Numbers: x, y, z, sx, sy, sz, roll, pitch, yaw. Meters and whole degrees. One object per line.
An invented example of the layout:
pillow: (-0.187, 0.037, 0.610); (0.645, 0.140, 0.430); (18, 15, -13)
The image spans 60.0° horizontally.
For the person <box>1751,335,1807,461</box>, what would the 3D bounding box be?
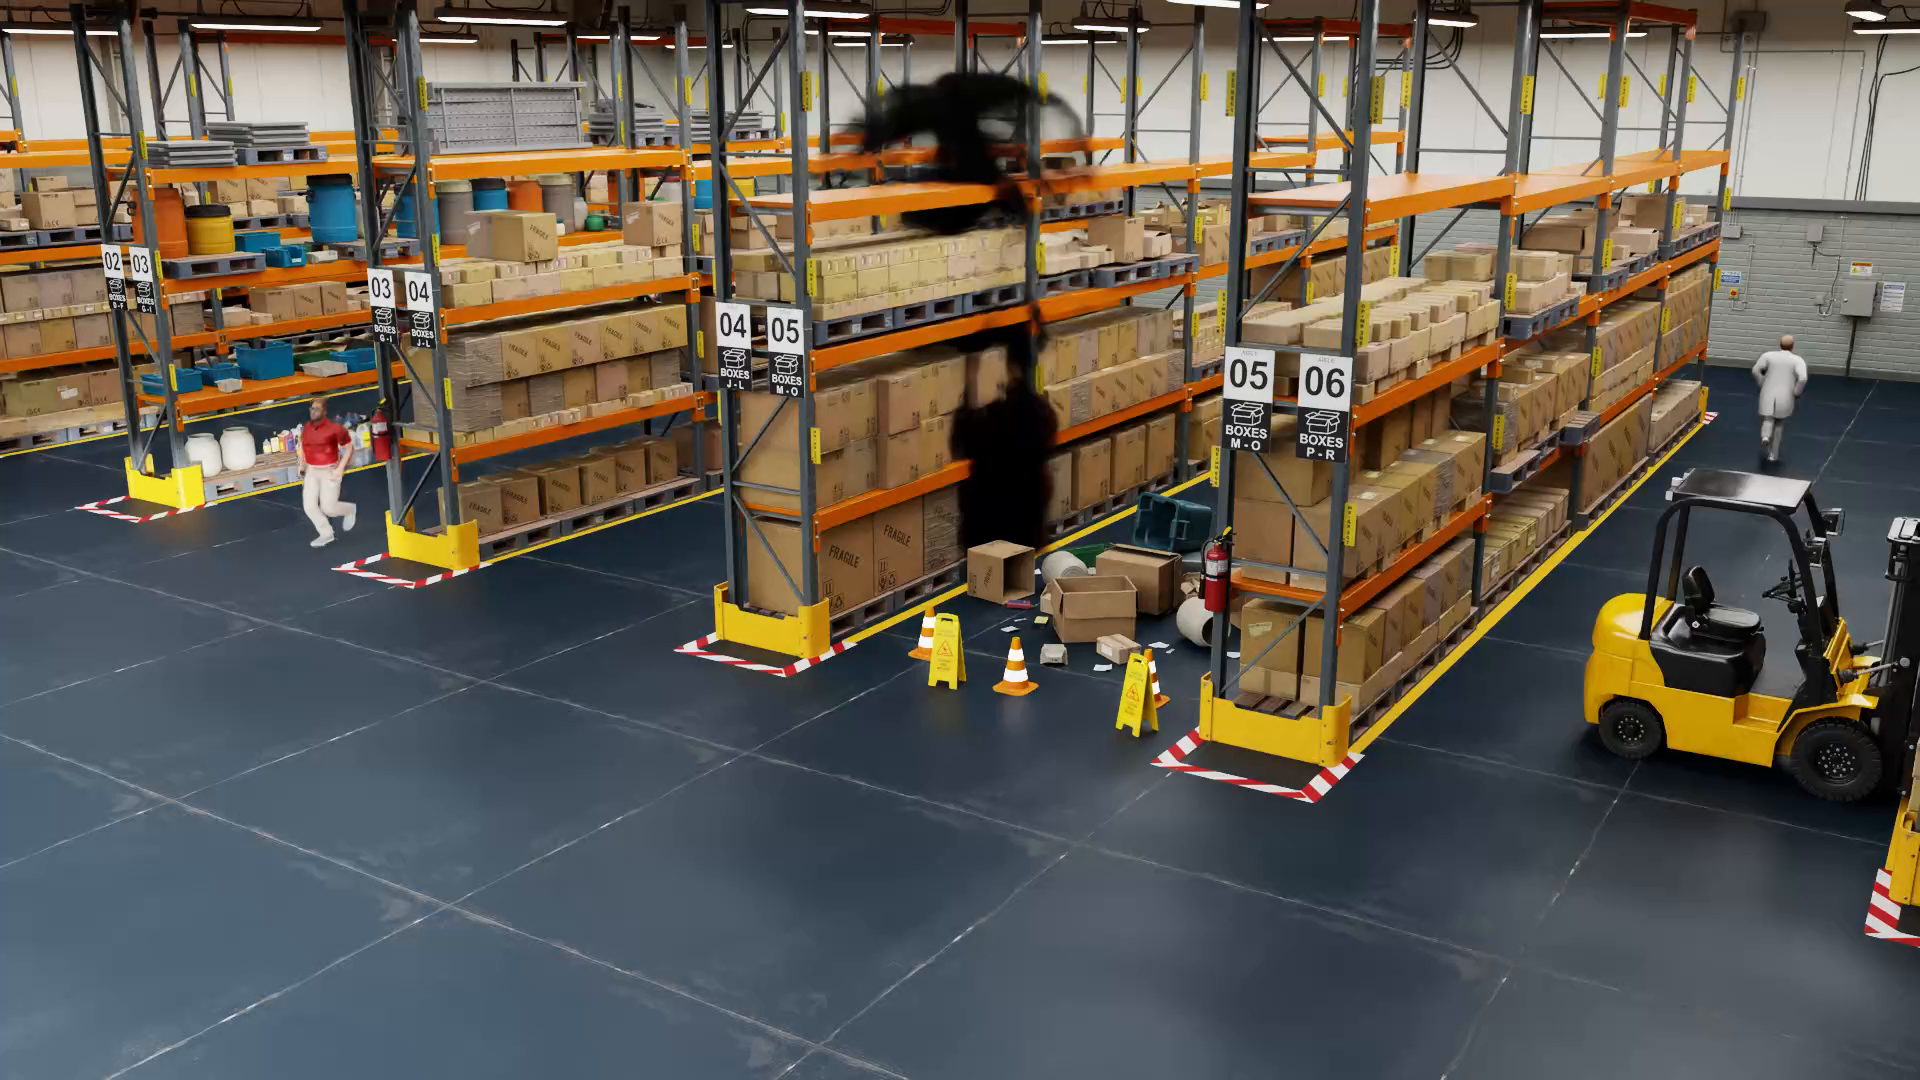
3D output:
person: (11.211, -1.924, 22.844); (0.712, 1.776, 0.860); (10, 18, 32)

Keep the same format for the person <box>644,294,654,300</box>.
person: (-6.109, -4.297, 31.420); (0.690, 1.721, 0.597); (4, 16, 16)

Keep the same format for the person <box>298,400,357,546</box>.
person: (-7.187, -0.786, 18.904); (0.684, 1.658, 0.629); (5, 16, 16)
